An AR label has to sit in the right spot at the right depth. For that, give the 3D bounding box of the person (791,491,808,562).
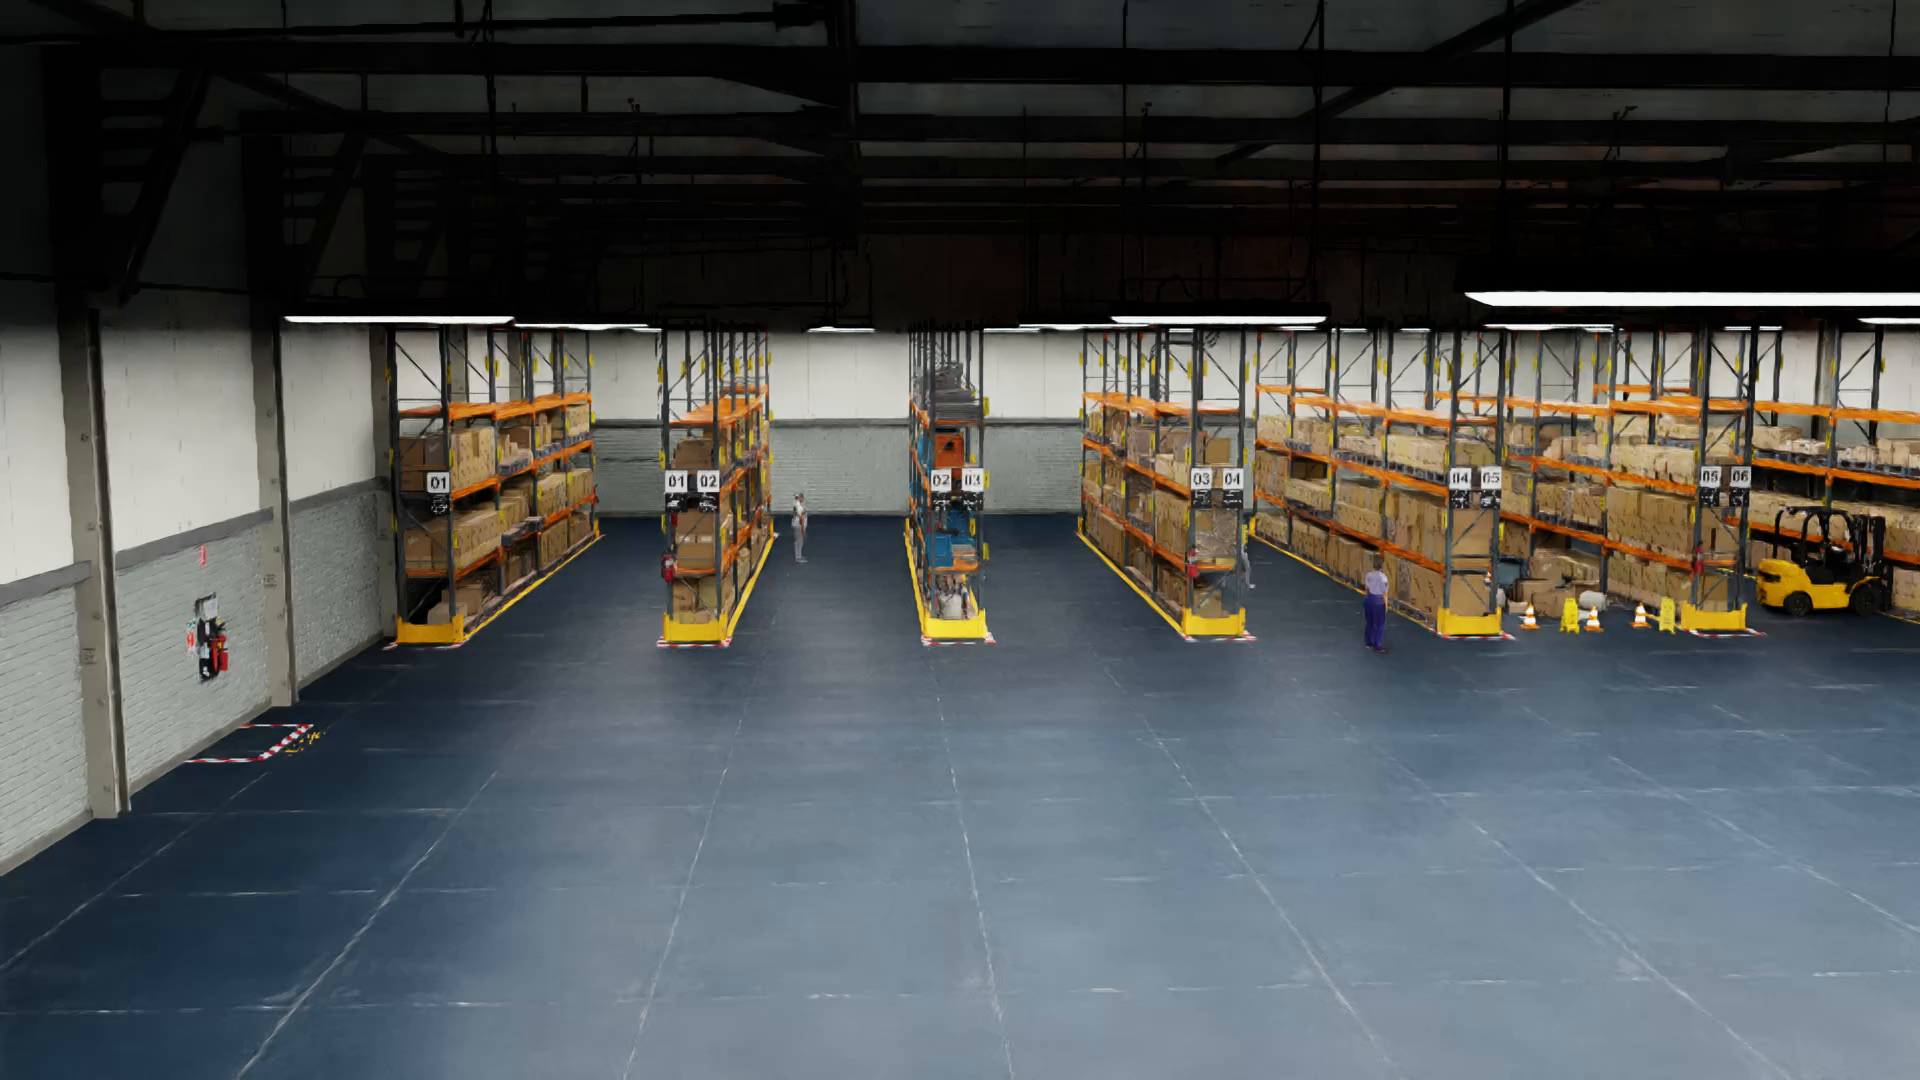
[{"bbox_3d":[-4.034,-0.349,41.941,0.429,1.765,0.647,-3,8,-22],"label":"person"}]

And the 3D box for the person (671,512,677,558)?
[{"bbox_3d":[-7.125,-0.296,42.018,0.542,1.645,1.126,0,7,-1],"label":"person"}]

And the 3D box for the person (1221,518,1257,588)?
[{"bbox_3d":[6.268,0.277,37.609,0.639,1.610,0.807,-2,7,-19],"label":"person"}]

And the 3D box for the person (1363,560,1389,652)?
[{"bbox_3d":[7.581,1.202,30.189,0.429,1.600,0.533,-5,8,-33],"label":"person"}]
